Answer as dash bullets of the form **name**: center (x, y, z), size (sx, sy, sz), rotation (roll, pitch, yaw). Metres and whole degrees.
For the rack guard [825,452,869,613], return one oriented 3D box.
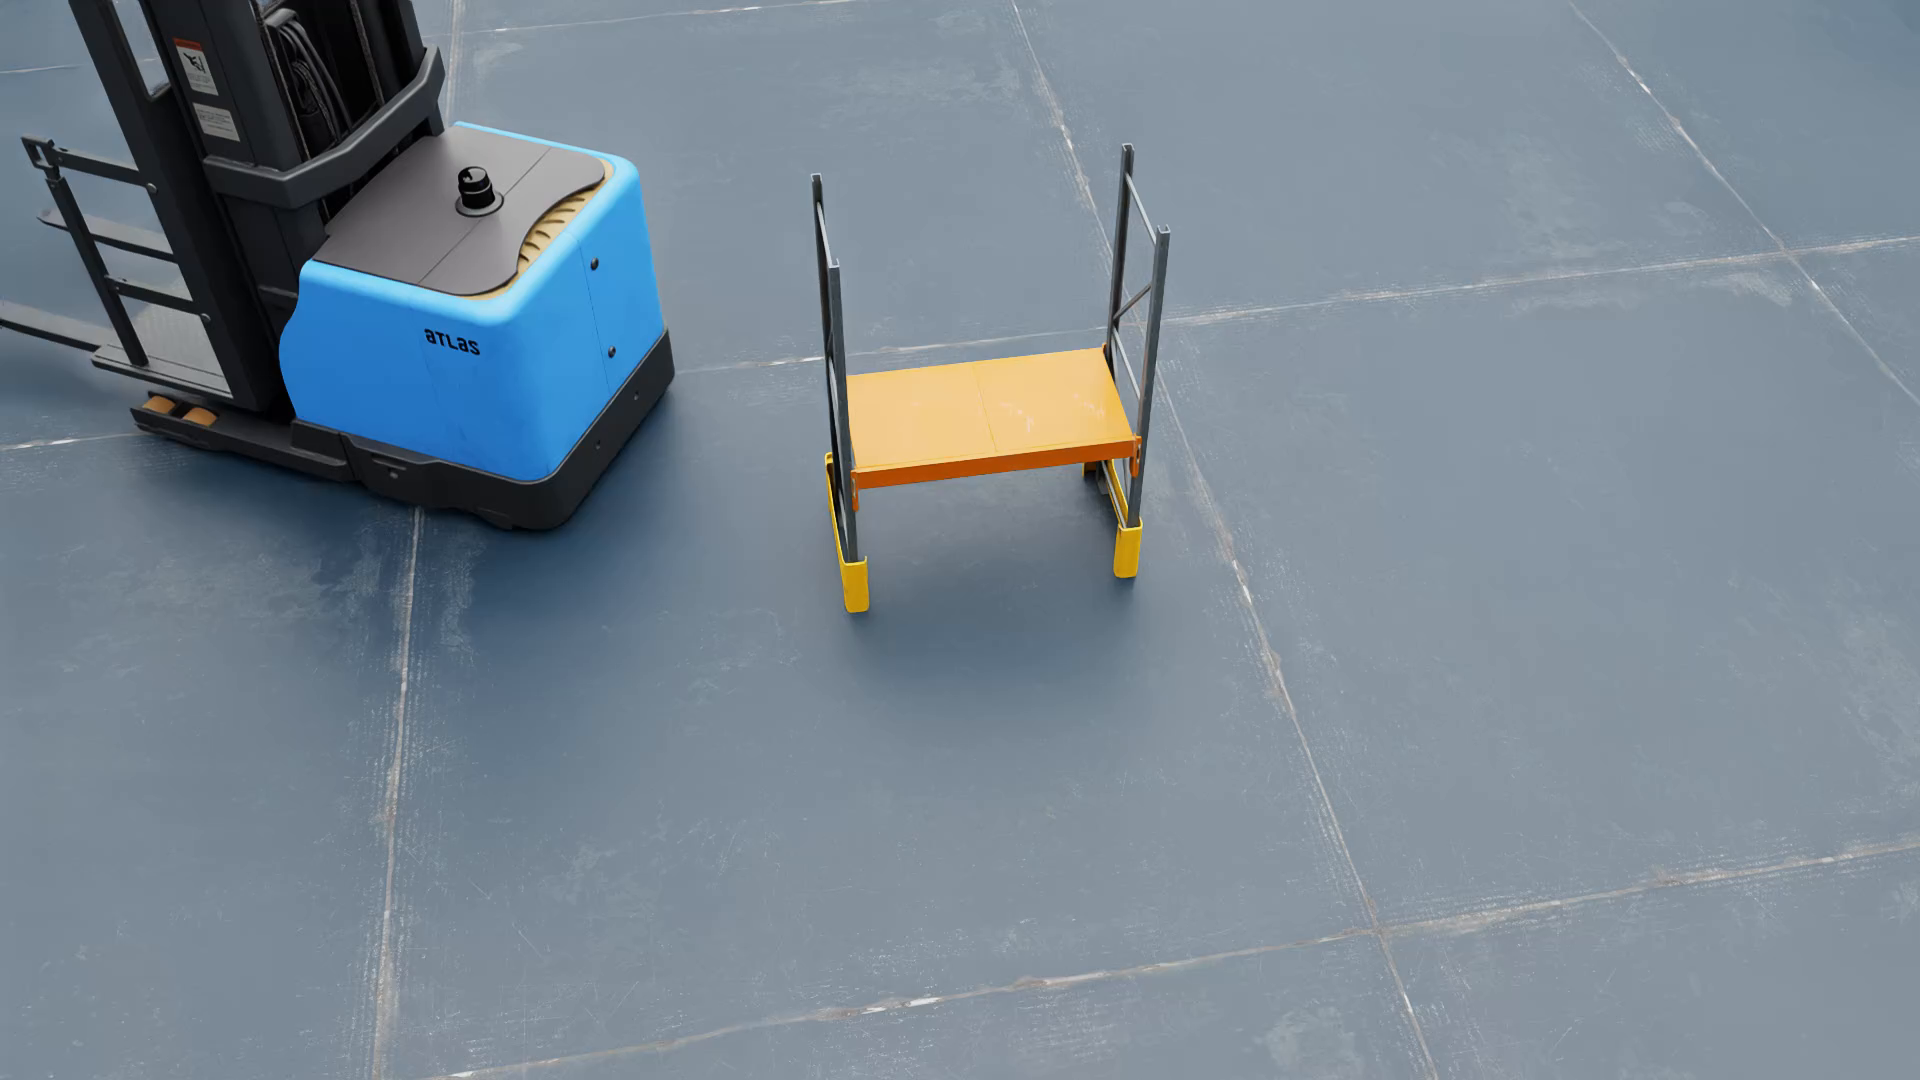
- **rack guard**: center (-0.416, -0.035, 6.110), size (0.087, 0.250, 0.587), rotation (-7, 46, -7)

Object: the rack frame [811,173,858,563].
- **rack frame**: center (-0.417, -0.468, 5.660), size (0.032, 1.500, 0.500), rotation (-7, 46, -7)

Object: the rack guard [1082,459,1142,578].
- **rack guard**: center (0.566, -0.157, 6.228), size (0.087, 0.250, 0.587), rotation (-7, 46, -7)

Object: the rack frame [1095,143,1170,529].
- **rack frame**: center (0.585, -0.593, 5.780), size (0.032, 1.500, 0.500), rotation (-7, 46, -7)

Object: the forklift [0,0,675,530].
- **forklift**: center (-2.738, -1.716, 5.868), size (3.031, 2.935, 1.130), rotation (15, 48, 14)

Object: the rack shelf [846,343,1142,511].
- **rack shelf**: center (0.084, -0.406, 5.850), size (1.000, 0.185, 0.538), rotation (-7, 46, -7)

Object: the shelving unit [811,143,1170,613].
- **shelving unit**: center (0.075, -0.530, 5.719), size (1.083, 1.500, 0.587), rotation (-7, 46, -7)
